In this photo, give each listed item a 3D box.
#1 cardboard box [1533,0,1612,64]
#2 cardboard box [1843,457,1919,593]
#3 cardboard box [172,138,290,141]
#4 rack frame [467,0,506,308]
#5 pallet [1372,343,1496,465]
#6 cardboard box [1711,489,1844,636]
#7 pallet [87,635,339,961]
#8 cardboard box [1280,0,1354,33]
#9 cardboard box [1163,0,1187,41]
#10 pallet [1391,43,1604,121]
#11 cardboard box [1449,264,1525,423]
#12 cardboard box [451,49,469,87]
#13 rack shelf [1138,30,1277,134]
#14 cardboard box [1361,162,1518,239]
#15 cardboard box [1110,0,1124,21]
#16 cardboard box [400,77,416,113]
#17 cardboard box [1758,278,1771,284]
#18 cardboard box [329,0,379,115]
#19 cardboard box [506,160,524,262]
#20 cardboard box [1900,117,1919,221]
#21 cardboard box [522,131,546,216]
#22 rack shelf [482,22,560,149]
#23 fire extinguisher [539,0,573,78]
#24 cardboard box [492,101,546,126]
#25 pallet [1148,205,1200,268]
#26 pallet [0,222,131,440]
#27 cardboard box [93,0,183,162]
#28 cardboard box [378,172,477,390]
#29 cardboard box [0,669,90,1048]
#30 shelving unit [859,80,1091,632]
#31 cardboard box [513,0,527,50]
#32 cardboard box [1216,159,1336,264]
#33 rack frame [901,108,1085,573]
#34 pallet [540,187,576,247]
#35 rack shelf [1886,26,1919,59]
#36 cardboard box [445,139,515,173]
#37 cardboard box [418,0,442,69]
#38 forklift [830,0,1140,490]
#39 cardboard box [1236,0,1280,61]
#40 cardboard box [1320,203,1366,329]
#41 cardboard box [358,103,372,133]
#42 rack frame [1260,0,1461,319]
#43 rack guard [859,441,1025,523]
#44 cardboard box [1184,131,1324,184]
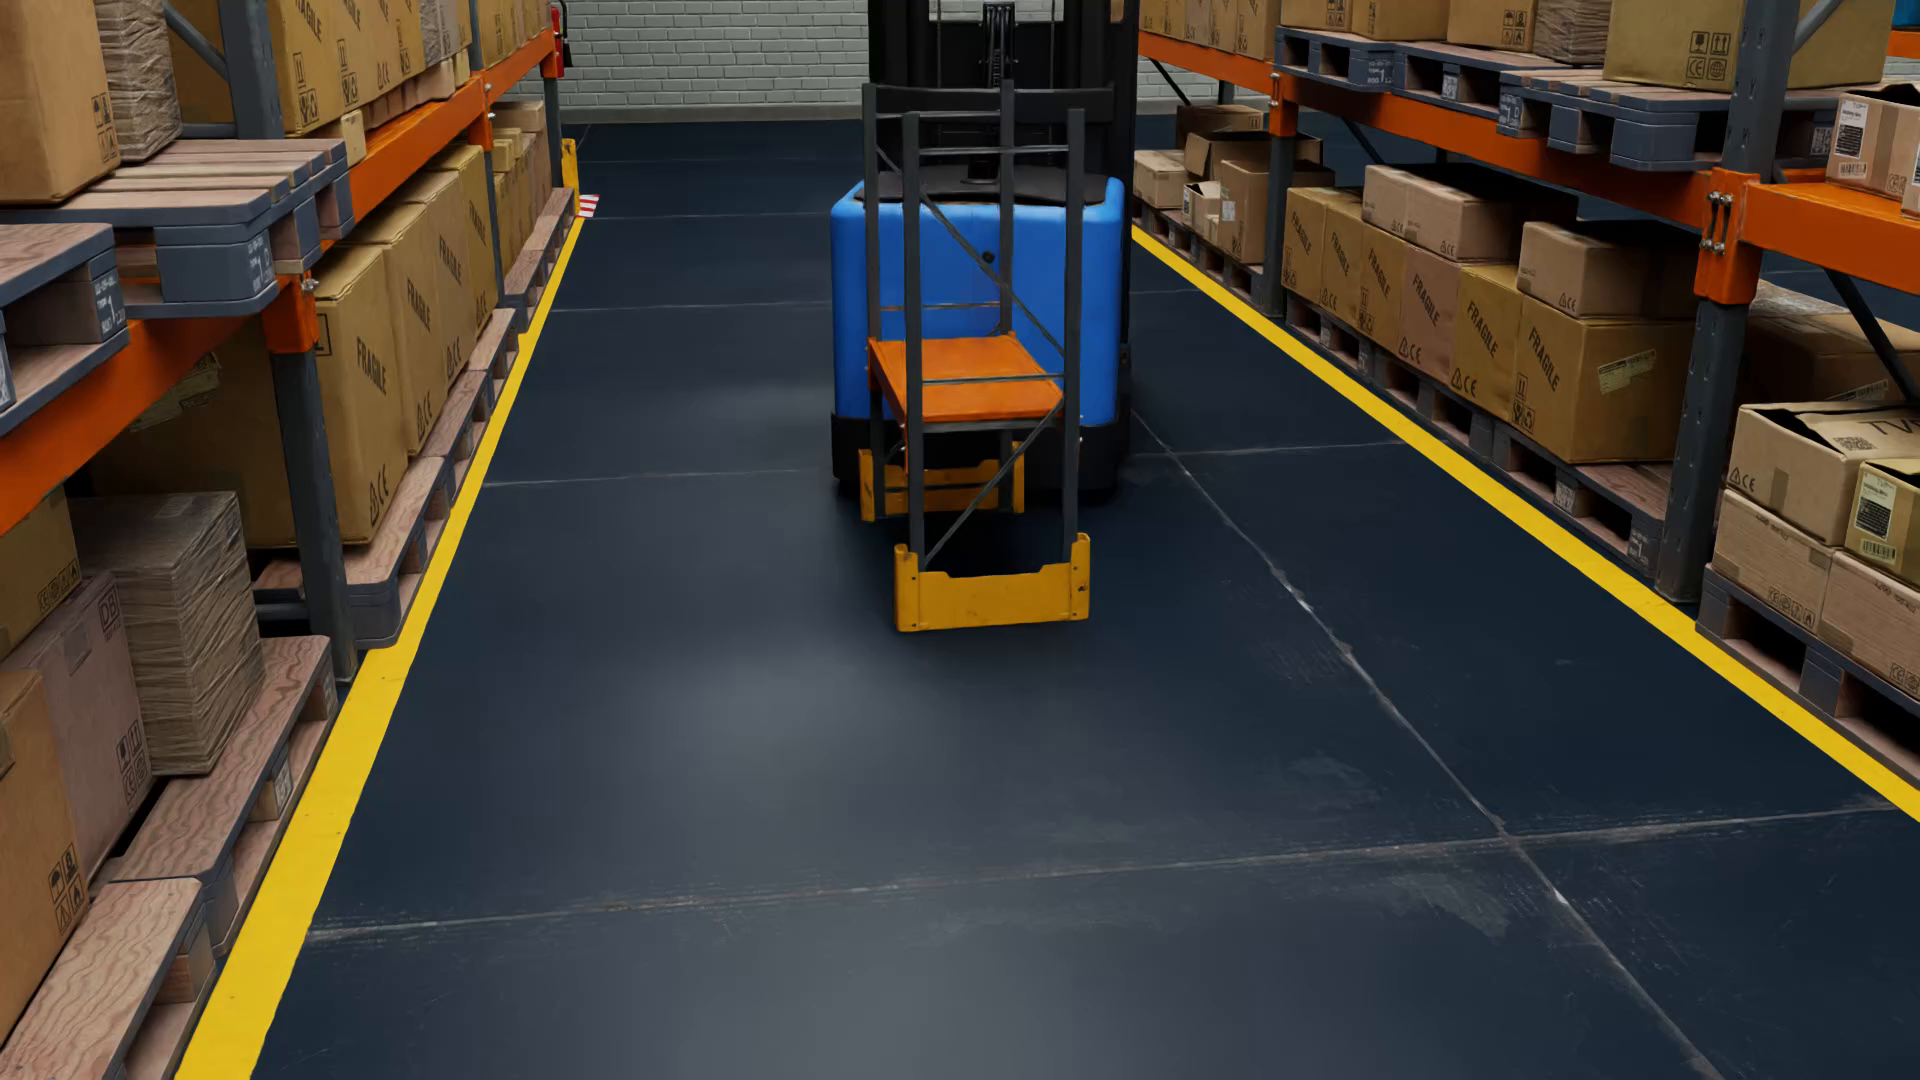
[{"bbox_3d":[2.557,-2.028,6.116,0.700,0.500,0.500,1,20,2],"label":"cardboard box"},{"bbox_3d":[2.571,-0.040,4.064,0.500,0.311,0.500,-3,21,-9],"label":"cardboard box"},{"bbox_3d":[-2.017,-1.012,4.470,0.380,0.149,0.250,-3,21,-9],"label":"cardboard box"},{"bbox_3d":[-2.776,-2.380,7.801,1.000,3.000,0.127,-3,21,-8],"label":"rack frame"},{"bbox_3d":[2.459,-0.622,7.079,1.003,0.211,1.213,-3,21,-8],"label":"pallet"},{"bbox_3d":[2.487,0.041,4.648,0.500,0.250,0.500,-3,21,-8],"label":"cardboard box"},{"bbox_3d":[-2.088,0.582,3.856,1.003,0.211,1.213,-3,21,-8],"label":"pallet"},{"bbox_3d":[1.973,-2.699,7.913,0.700,0.500,0.500,-10,23,-26],"label":"cardboard box"},{"bbox_3d":[1.572,-3.370,10.310,0.500,0.500,0.500,-3,21,-7],"label":"cardboard box"},{"bbox_3d":[2.417,-1.829,6.601,1.003,0.211,1.213,-3,21,-8],"label":"pallet"},{"bbox_3d":[2.261,-0.772,6.441,0.500,0.500,0.500,-4,21,-10],"label":"cardboard box"},{"bbox_3d":[-2.387,-2.083,7.335,0.380,0.149,0.250,-3,21,-7],"label":"cardboard box"},{"bbox_3d":[1.837,-2.986,10.453,1.077,0.370,4.000,-3,21,-8],"label":"rack shelf"},{"bbox_3d":[2.098,-1.491,7.294,0.500,0.250,0.500,-3,21,-8],"label":"cardboard box"},{"bbox_3d":[1.352,-3.896,11.717,0.500,0.500,0.500,-2,21,-7],"label":"cardboard box"},{"bbox_3d":[-2.307,-1.727,6.383,0.380,0.149,0.250,-3,21,-9],"label":"cardboard box"},{"bbox_3d":[2.771,-0.808,6.536,0.500,0.500,0.500,-3,21,-8],"label":"cardboard box"},{"bbox_3d":[-2.082,-1.553,4.991,0.500,0.500,0.500,-2,21,-6],"label":"cardboard box"},{"bbox_3d":[-2.851,-1.844,9.338,0.700,0.500,0.500,-3,21,-8],"label":"cardboard box"},{"bbox_3d":[2.639,-0.885,3.926,0.500,0.311,0.500,-3,21,-8],"label":"cardboard box"},{"bbox_3d":[-3.080,-2.380,10.774,0.700,0.500,0.500,-3,21,-8],"label":"cardboard box"},{"bbox_3d":[-3.064,-2.735,9.781,1.077,0.370,4.000,-3,21,-8],"label":"rack shelf"},{"bbox_3d":[-2.918,-3.629,11.790,0.296,0.674,0.183,-3,21,-8],"label":"fire extinguisher"},{"bbox_3d":[-2.954,-2.822,11.029,0.380,0.149,0.250,-3,21,-8],"label":"cardboard box"},{"bbox_3d":[1.848,-1.986,10.731,1.003,0.211,1.213,-3,21,-8],"label":"pallet"},{"bbox_3d":[-1.873,-0.222,2.297,1.003,0.211,1.213,-3,21,-8],"label":"pallet"},{"bbox_3d":[-2.122,-1.086,3.564,0.700,0.500,0.500,-5,21,-14],"label":"cardboard box"},{"bbox_3d":[-2.422,-1.043,6.695,0.750,0.750,0.750,-2,21,-6],"label":"cardboard box"},{"bbox_3d":[-1.985,0.571,2.843,0.700,0.500,0.500,-3,21,-8],"label":"cardboard box"},{"bbox_3d":[0.013,-0.629,5.234,0.587,1.500,1.083,-4,20,-9],"label":"shelving unit"},{"bbox_3d":[-3.052,-3.213,9.604,0.980,0.700,0.700,-4,21,-10],"label":"cardboard box"},{"bbox_3d":[1.763,-1.849,9.324,0.500,0.500,0.500,-3,21,-8],"label":"cardboard box"},{"bbox_3d":[0.096,-0.456,4.754,0.500,1.500,0.032,-4,20,-9],"label":"rack frame"},{"bbox_3d":[-3.160,-2.186,11.266,1.003,0.211,1.213,-3,21,-8],"label":"pallet"},{"bbox_3d":[6.739,-3.235,11.119,1.077,0.370,4.000,-3,21,-8],"label":"rack shelf"},{"bbox_3d":[-2.651,-2.101,9.100,0.380,0.149,0.250,-2,21,-6],"label":"cardboard box"},{"bbox_3d":[-2.313,-2.078,6.396,0.500,0.500,0.500,-3,21,-8],"label":"cardboard box"},{"bbox_3d":[0.201,-2.028,6.957,1.130,2.935,3.031,2,21,6],"label":"forklift"},{"bbox_3d":[1.800,-2.838,8.885,0.500,0.500,0.500,-3,21,-7],"label":"cardboard box"},{"bbox_3d":[2.042,-1.302,7.859,0.500,0.500,0.500,-3,21,-7],"label":"cardboard box"},{"bbox_3d":[-2.231,-1.456,5.659,0.380,0.149,0.250,-3,21,-7],"label":"cardboard box"},{"bbox_3d":[2.126,-2.631,8.473,1.000,3.000,0.127,-3,21,-8],"label":"rack frame"},{"bbox_3d":[-0.062,-0.208,5.909,0.587,0.250,0.087,-4,20,-9],"label":"rack guard"},{"bbox_3d":[1.850,-2.318,10.574,0.797,0.503,0.637,-3,21,-8],"label":"cardboard box"}]
